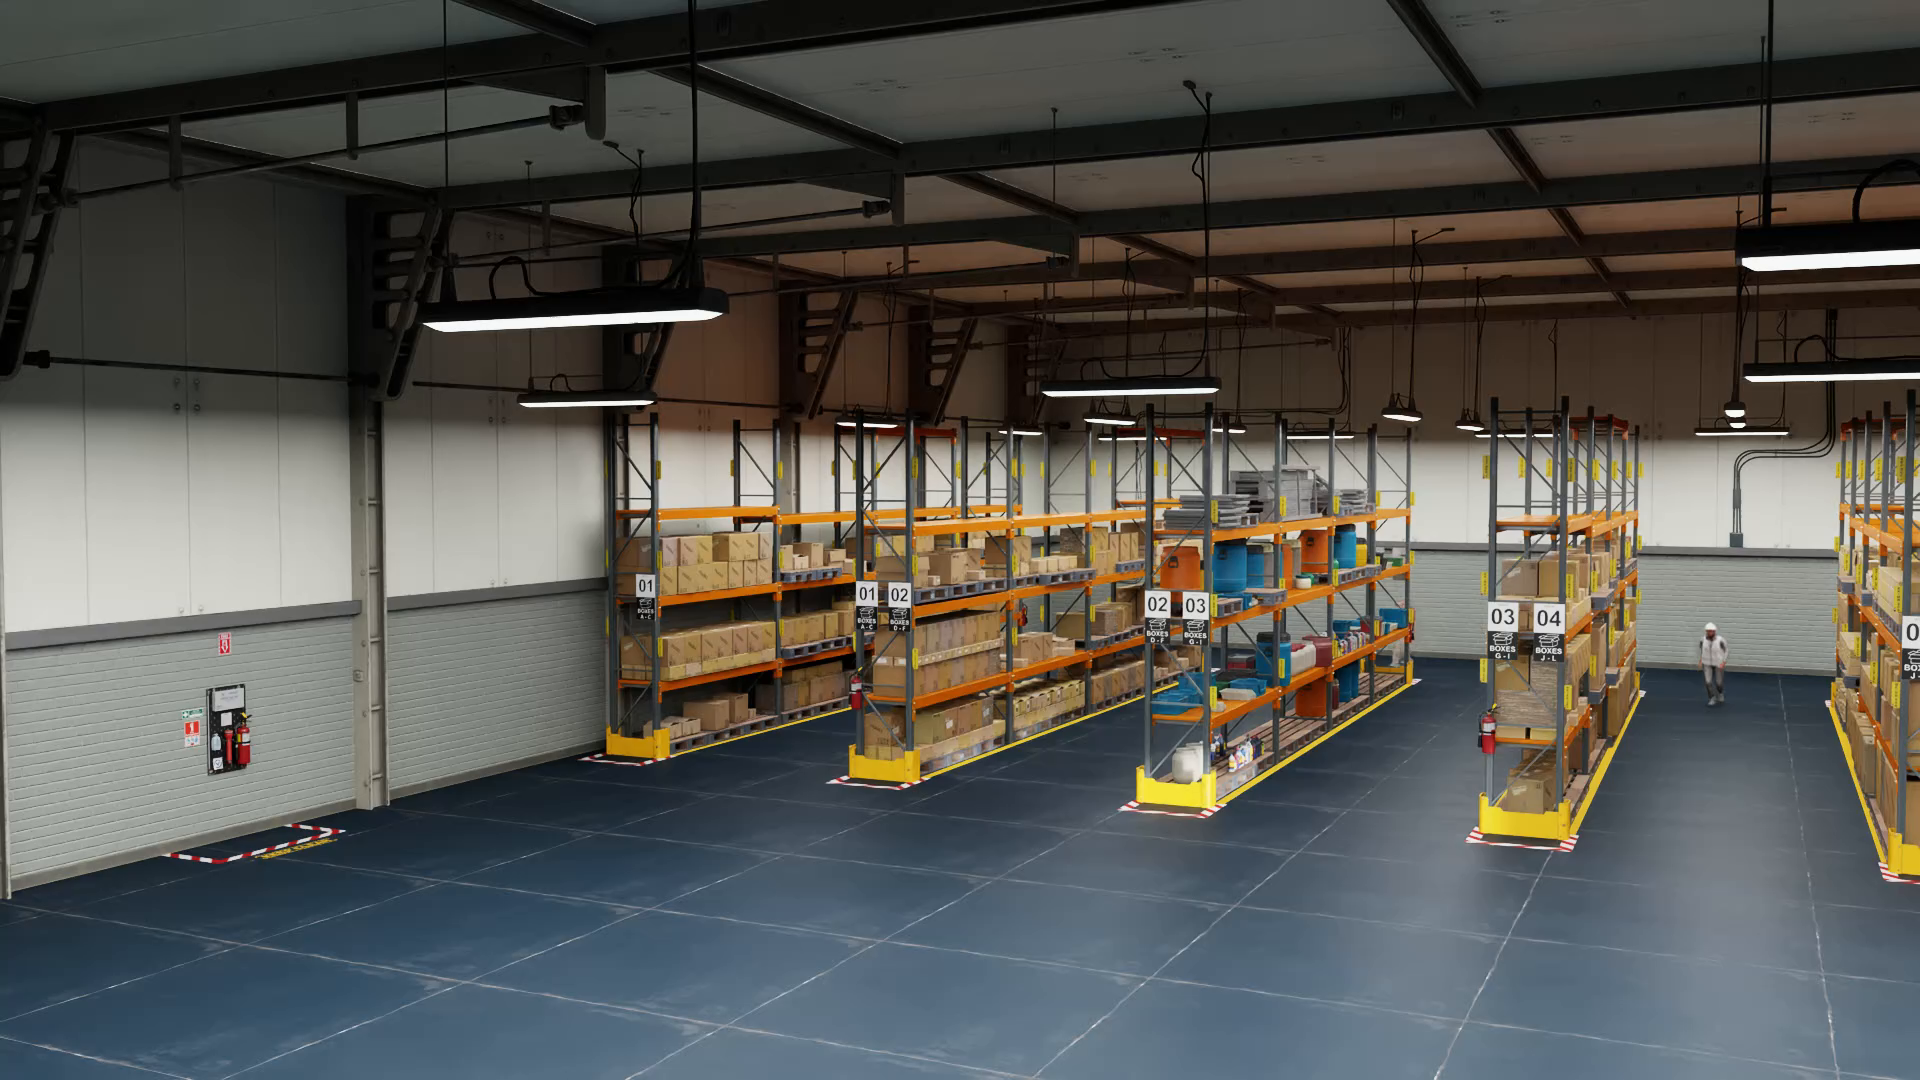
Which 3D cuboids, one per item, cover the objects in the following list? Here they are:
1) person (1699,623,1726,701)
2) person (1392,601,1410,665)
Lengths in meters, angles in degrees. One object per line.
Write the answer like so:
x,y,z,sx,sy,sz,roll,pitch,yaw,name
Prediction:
16.091,2.609,35.500,0.559,1.692,0.616,2,3,35,person
11.205,2.342,42.189,0.873,1.606,0.575,-2,3,-37,person
